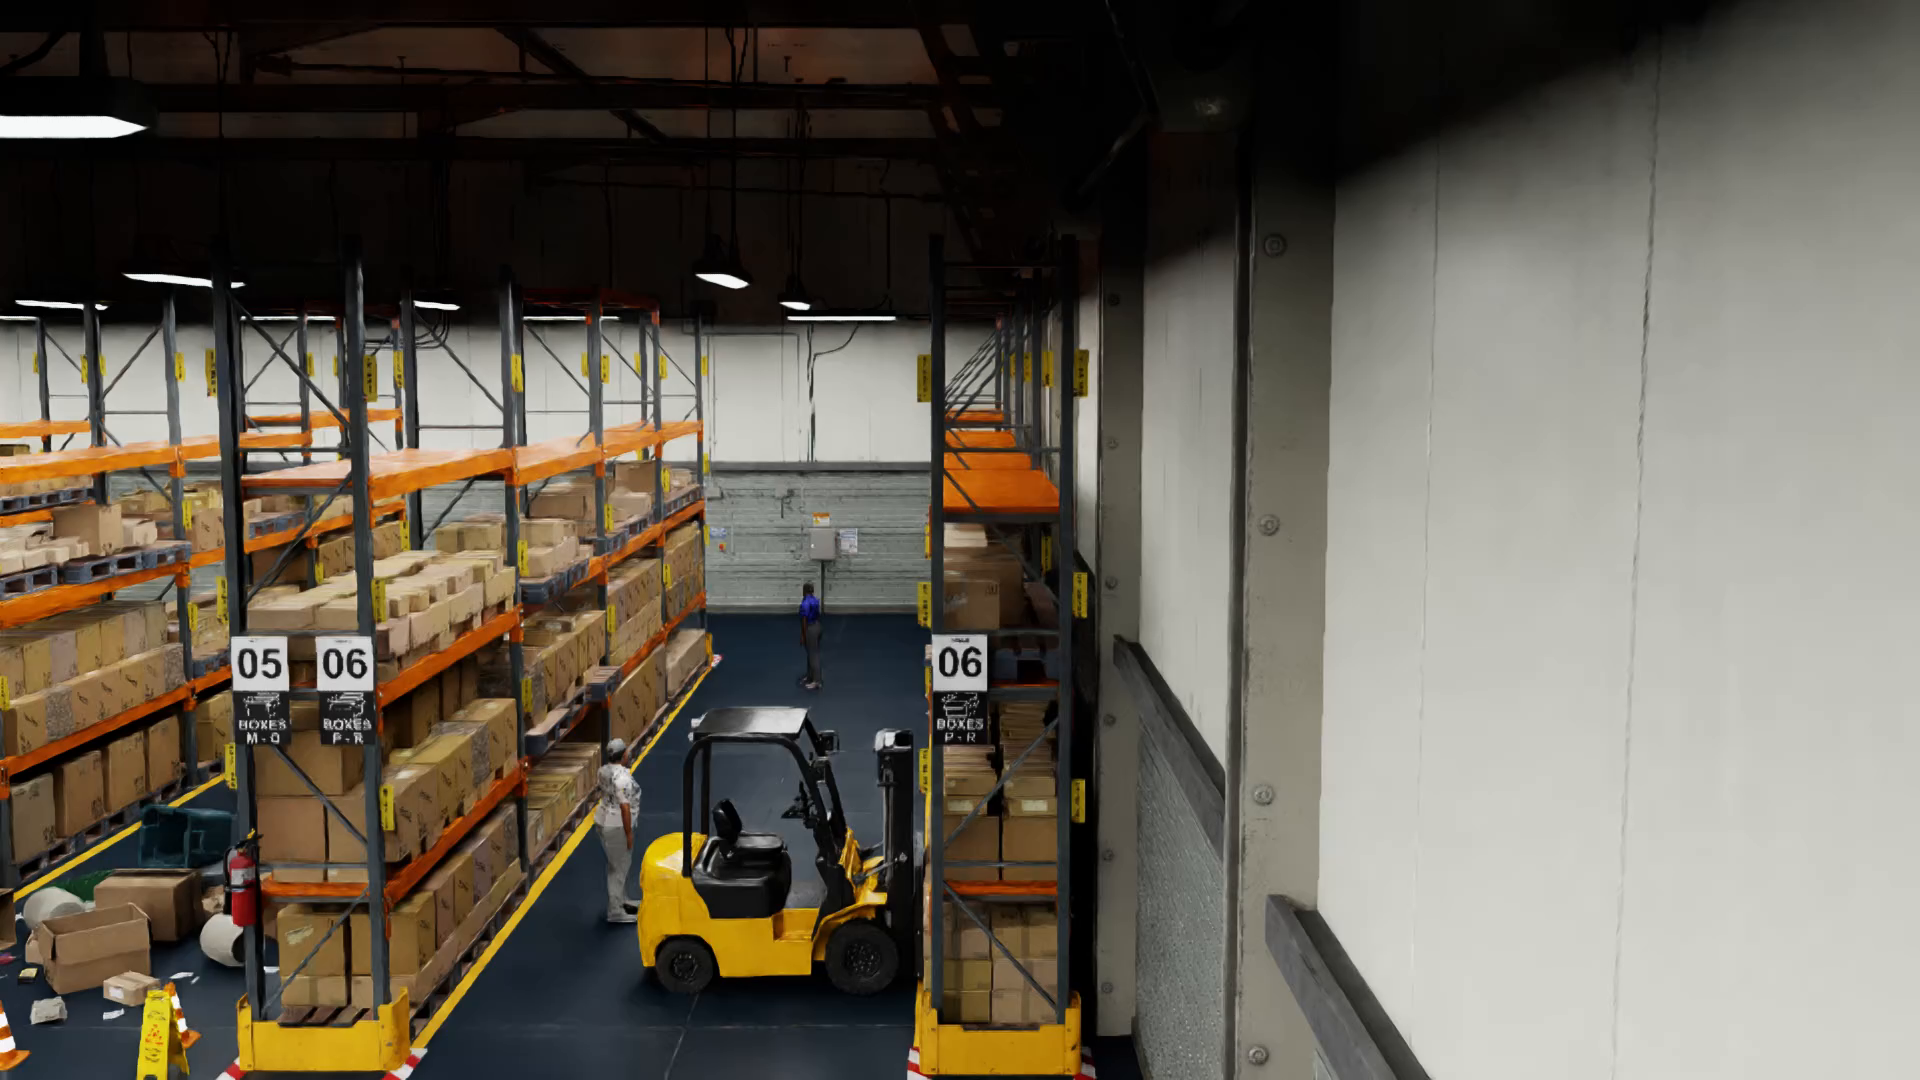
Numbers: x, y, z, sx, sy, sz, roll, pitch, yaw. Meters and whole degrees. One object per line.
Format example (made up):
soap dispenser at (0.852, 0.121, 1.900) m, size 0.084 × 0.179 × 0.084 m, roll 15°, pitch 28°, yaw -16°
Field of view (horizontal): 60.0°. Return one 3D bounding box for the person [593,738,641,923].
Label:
person at (-3.125, 2.645, 15.303) m, size 0.449 × 1.668 × 0.530 m, roll -4°, pitch 7°, yaw -32°

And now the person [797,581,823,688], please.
person at (-2.359, 1.459, 26.022) m, size 0.534 × 1.655 × 0.566 m, roll 2°, pitch 7°, yaw 18°
